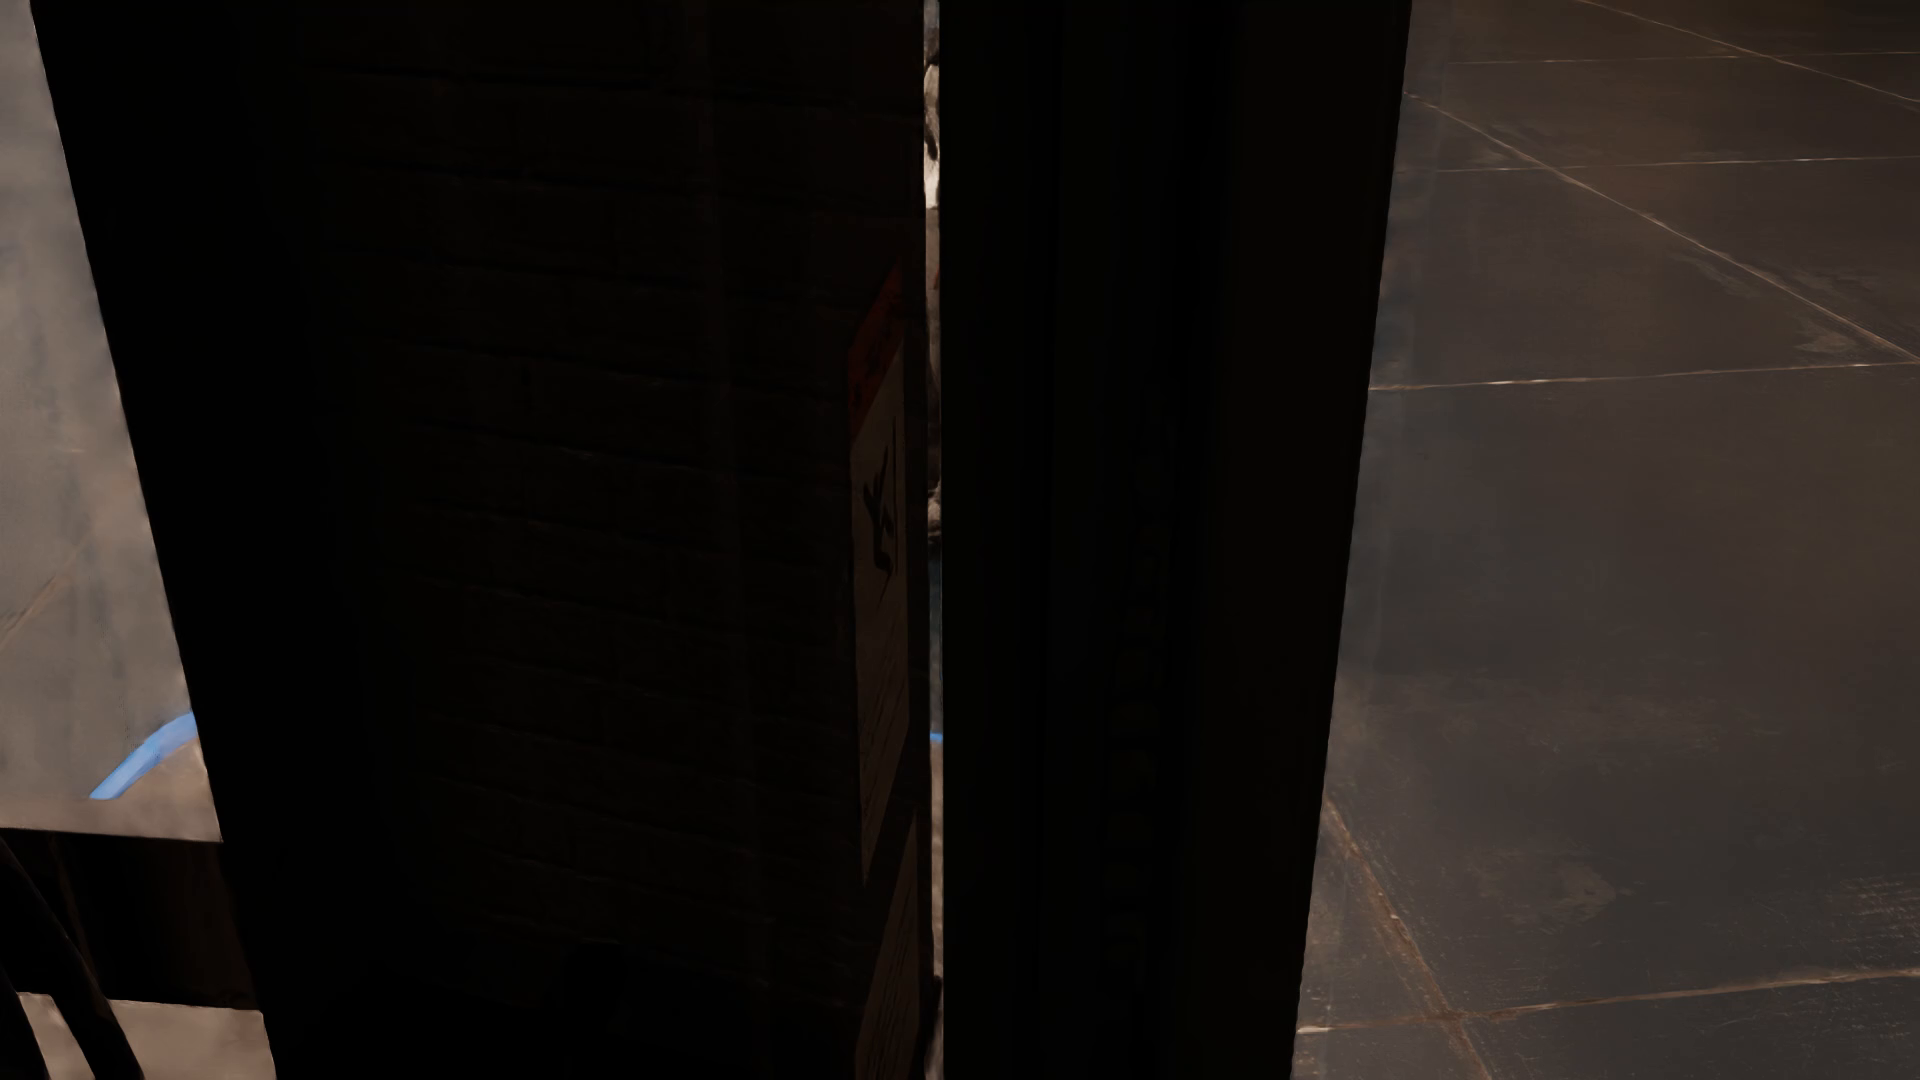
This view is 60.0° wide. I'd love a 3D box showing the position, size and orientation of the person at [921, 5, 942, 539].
[{"bbox_3d":[-0.077,-0.810,4.226,0.528,1.697,0.570,-3,26,-7],"label":"person"}]
